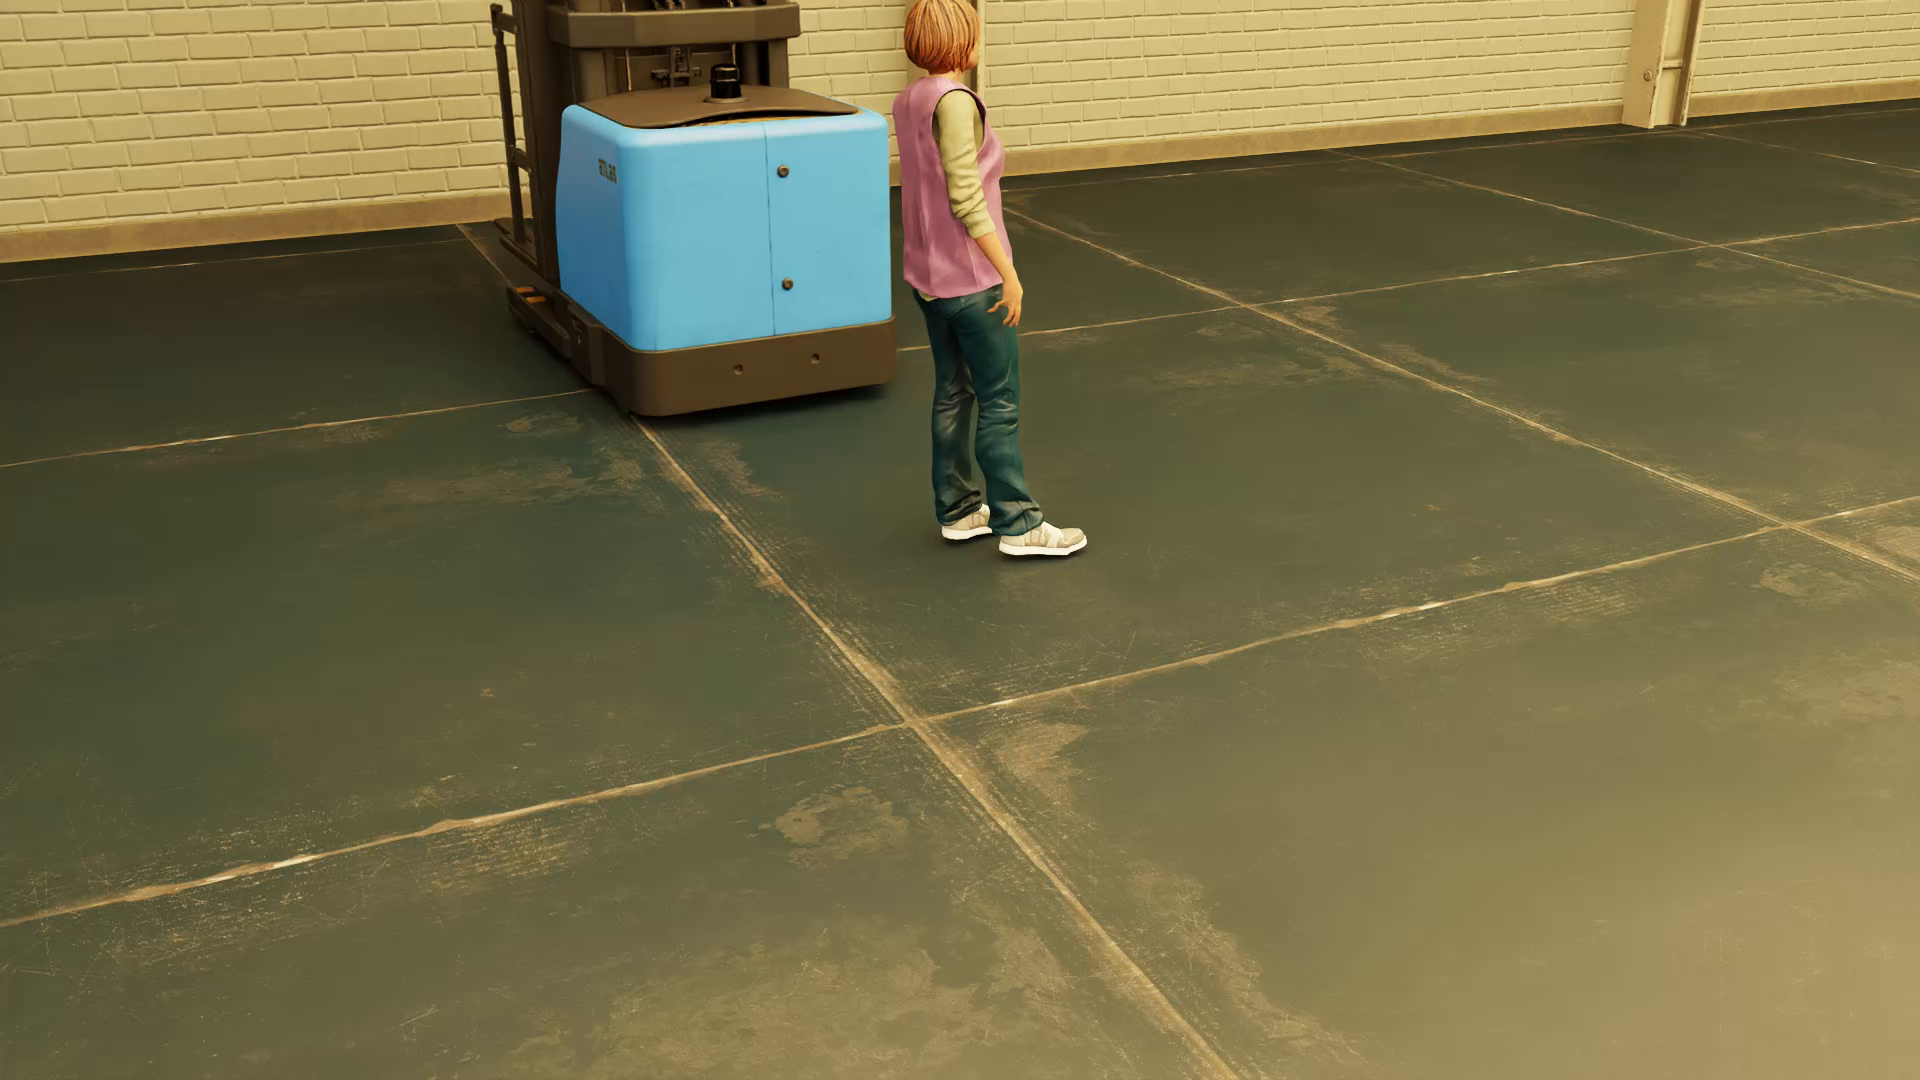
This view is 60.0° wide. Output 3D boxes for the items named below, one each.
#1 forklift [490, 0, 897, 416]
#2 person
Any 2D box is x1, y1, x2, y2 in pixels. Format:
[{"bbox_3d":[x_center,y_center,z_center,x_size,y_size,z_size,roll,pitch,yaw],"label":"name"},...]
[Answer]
[{"bbox_3d":[-1.372,-2.326,6.885,1.130,2.935,3.031,-11,25,-25],"label":"forklift"},{"bbox_3d":[0.072,-0.748,4.816,0.475,1.590,0.520,-10,25,-23],"label":"person"}]
